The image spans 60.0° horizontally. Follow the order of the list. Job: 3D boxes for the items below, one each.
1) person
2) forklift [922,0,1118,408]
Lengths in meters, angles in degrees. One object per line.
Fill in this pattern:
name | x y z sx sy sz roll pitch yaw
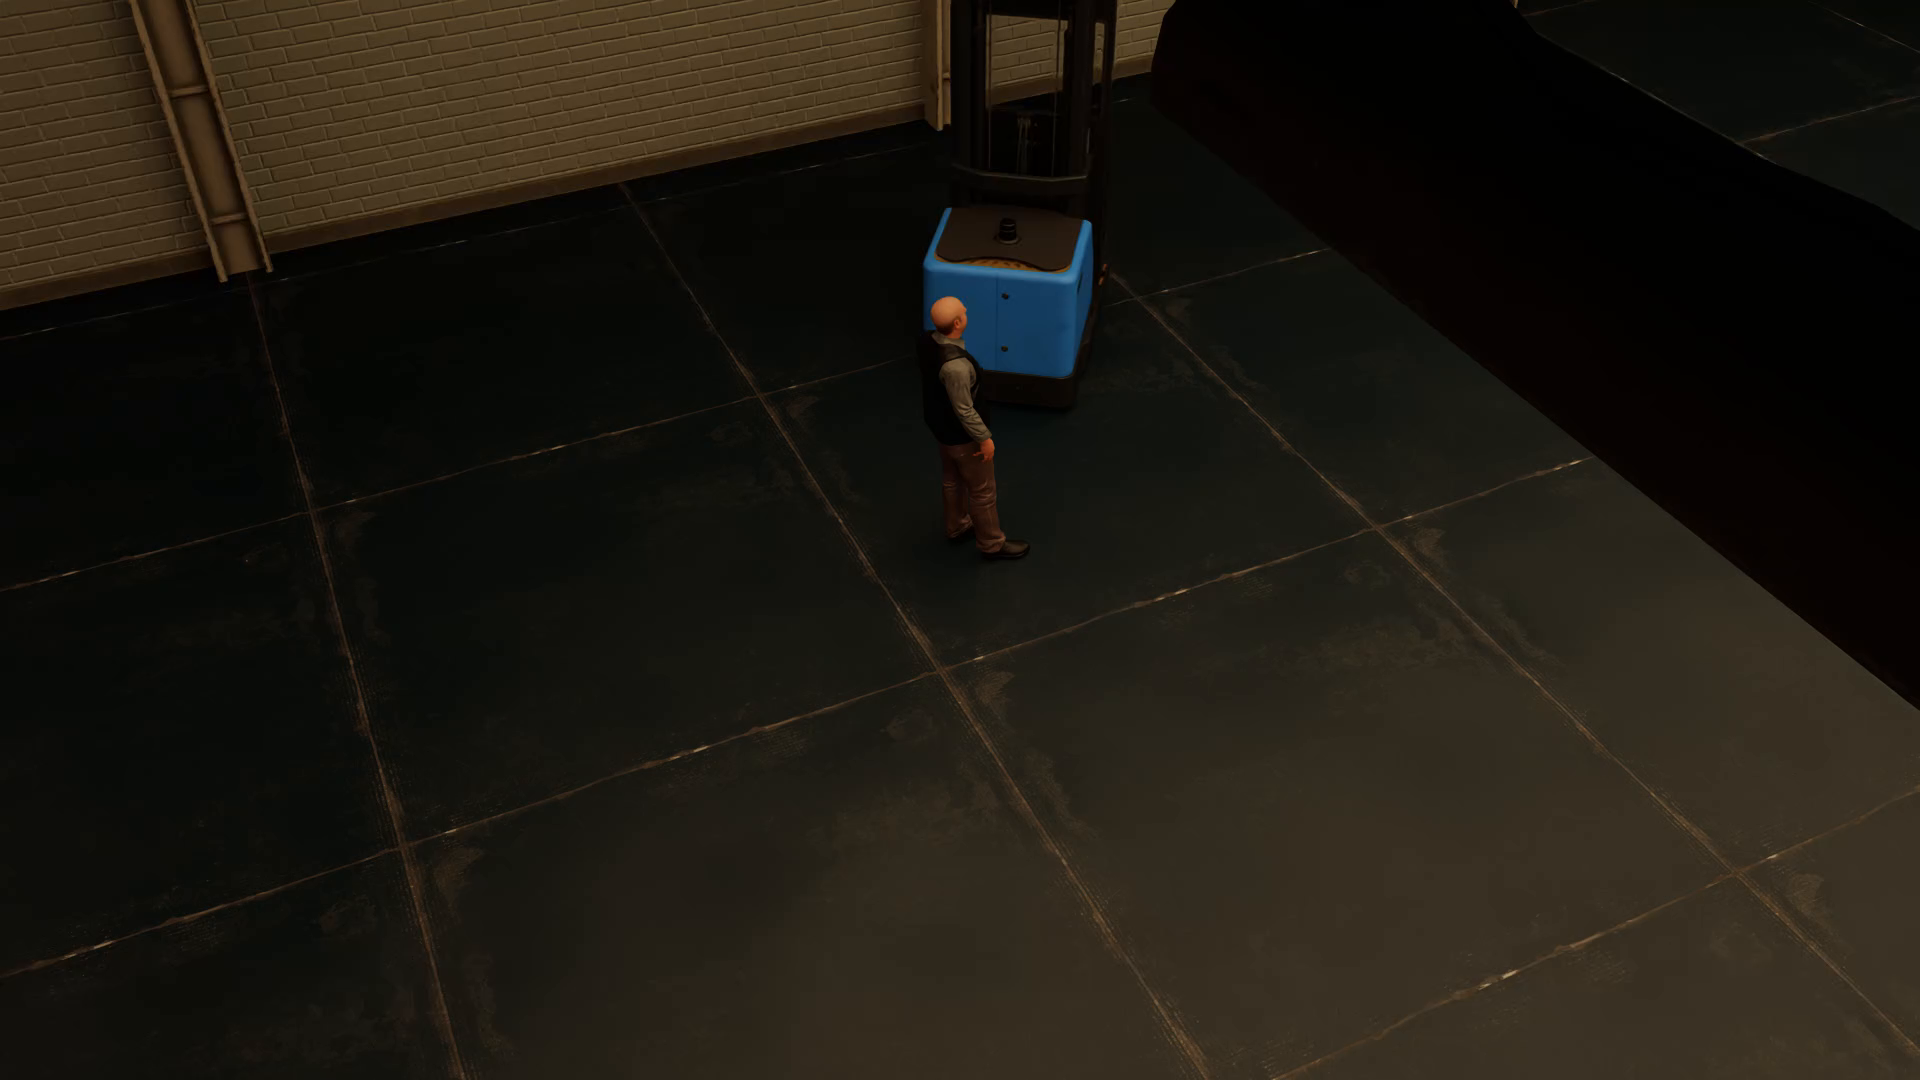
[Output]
person | 0.067 -0.681 9.765 0.551 1.721 0.633 -17 43 -19
forklift | 0.526 -2.968 11.573 1.130 2.935 3.031 7 40 8
